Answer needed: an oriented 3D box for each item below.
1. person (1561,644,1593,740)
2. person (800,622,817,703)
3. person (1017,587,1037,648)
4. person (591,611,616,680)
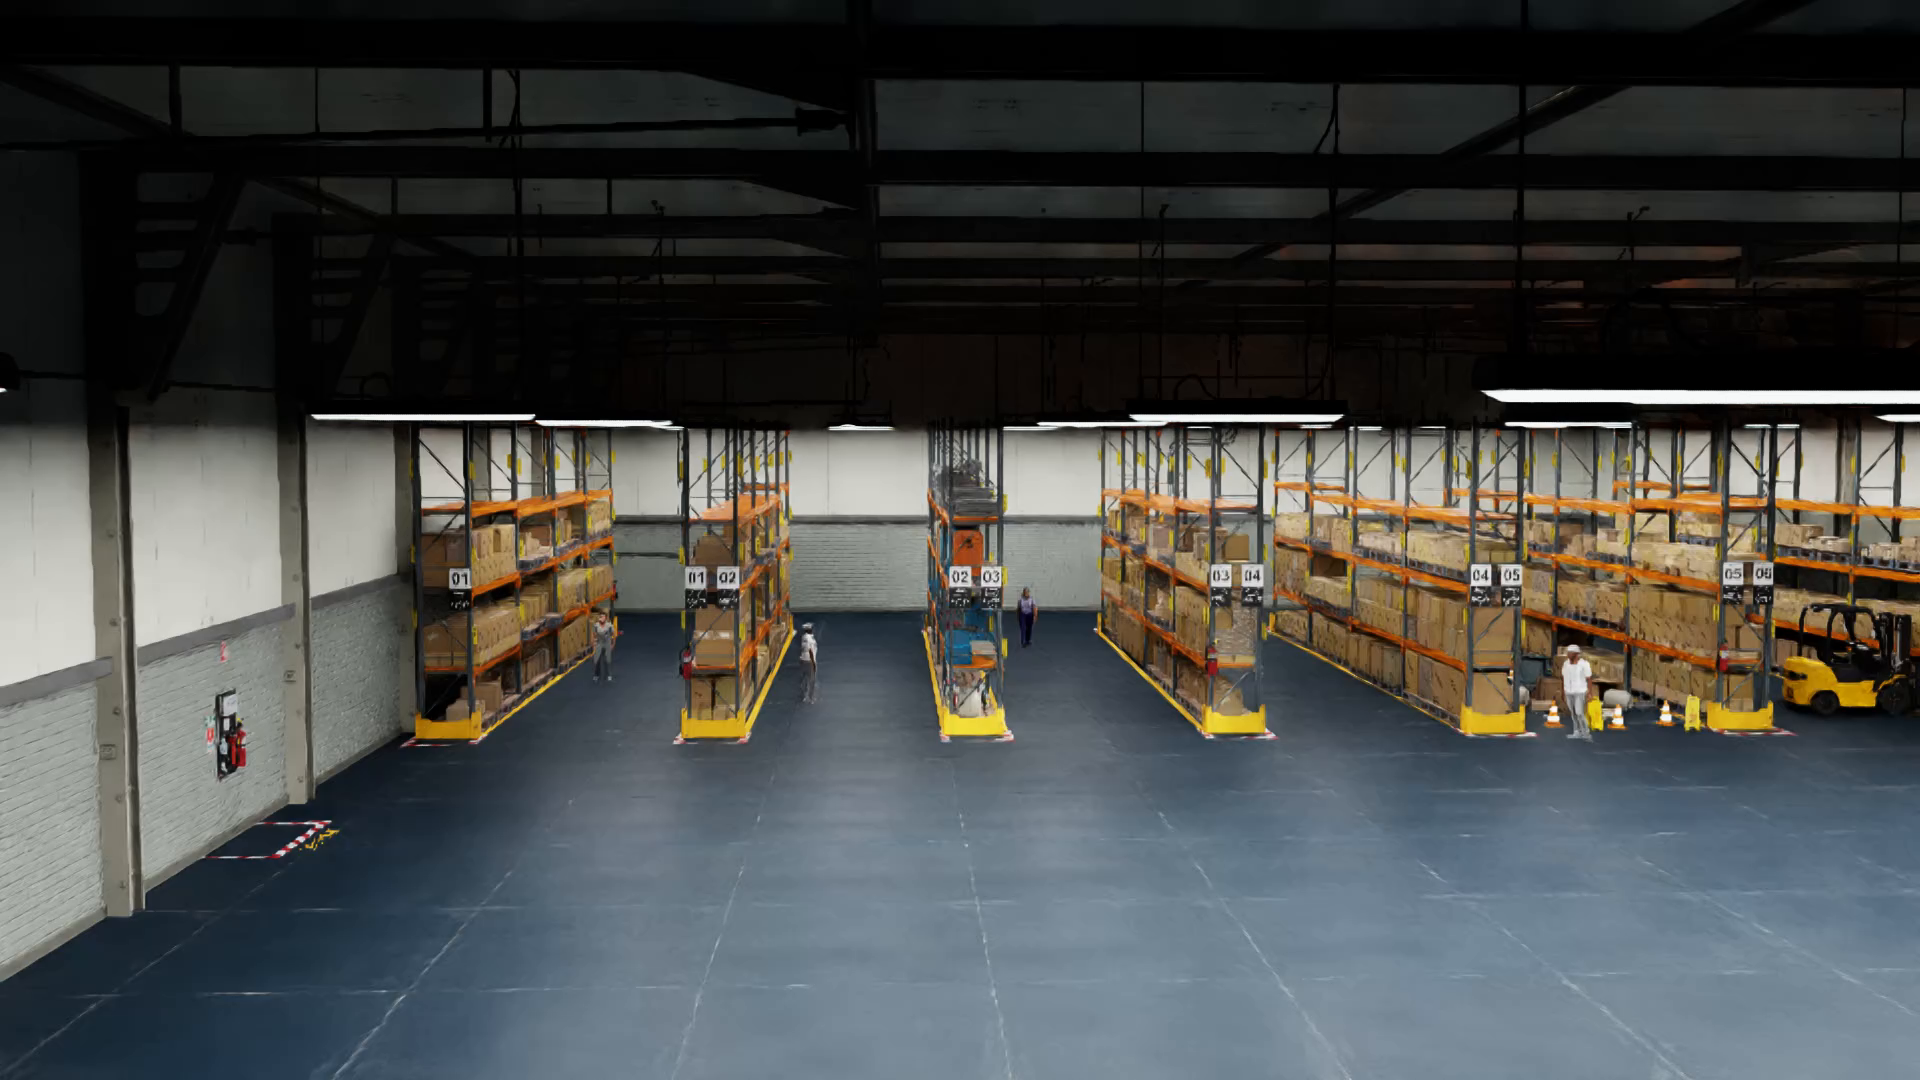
[{"bbox_3d":[11.454,2.815,30.883,0.387,1.759,0.646,-3,5,-35],"label":"person"},{"bbox_3d":[-3.191,2.615,35.240,0.372,1.737,0.526,-2,4,-30],"label":"person"},{"bbox_3d":[1.792,2.040,44.214,0.493,1.589,1.000,0,4,-4],"label":"person"},{"bbox_3d":[-8.187,2.430,38.192,0.580,1.618,0.507,0,4,-5],"label":"person"}]
